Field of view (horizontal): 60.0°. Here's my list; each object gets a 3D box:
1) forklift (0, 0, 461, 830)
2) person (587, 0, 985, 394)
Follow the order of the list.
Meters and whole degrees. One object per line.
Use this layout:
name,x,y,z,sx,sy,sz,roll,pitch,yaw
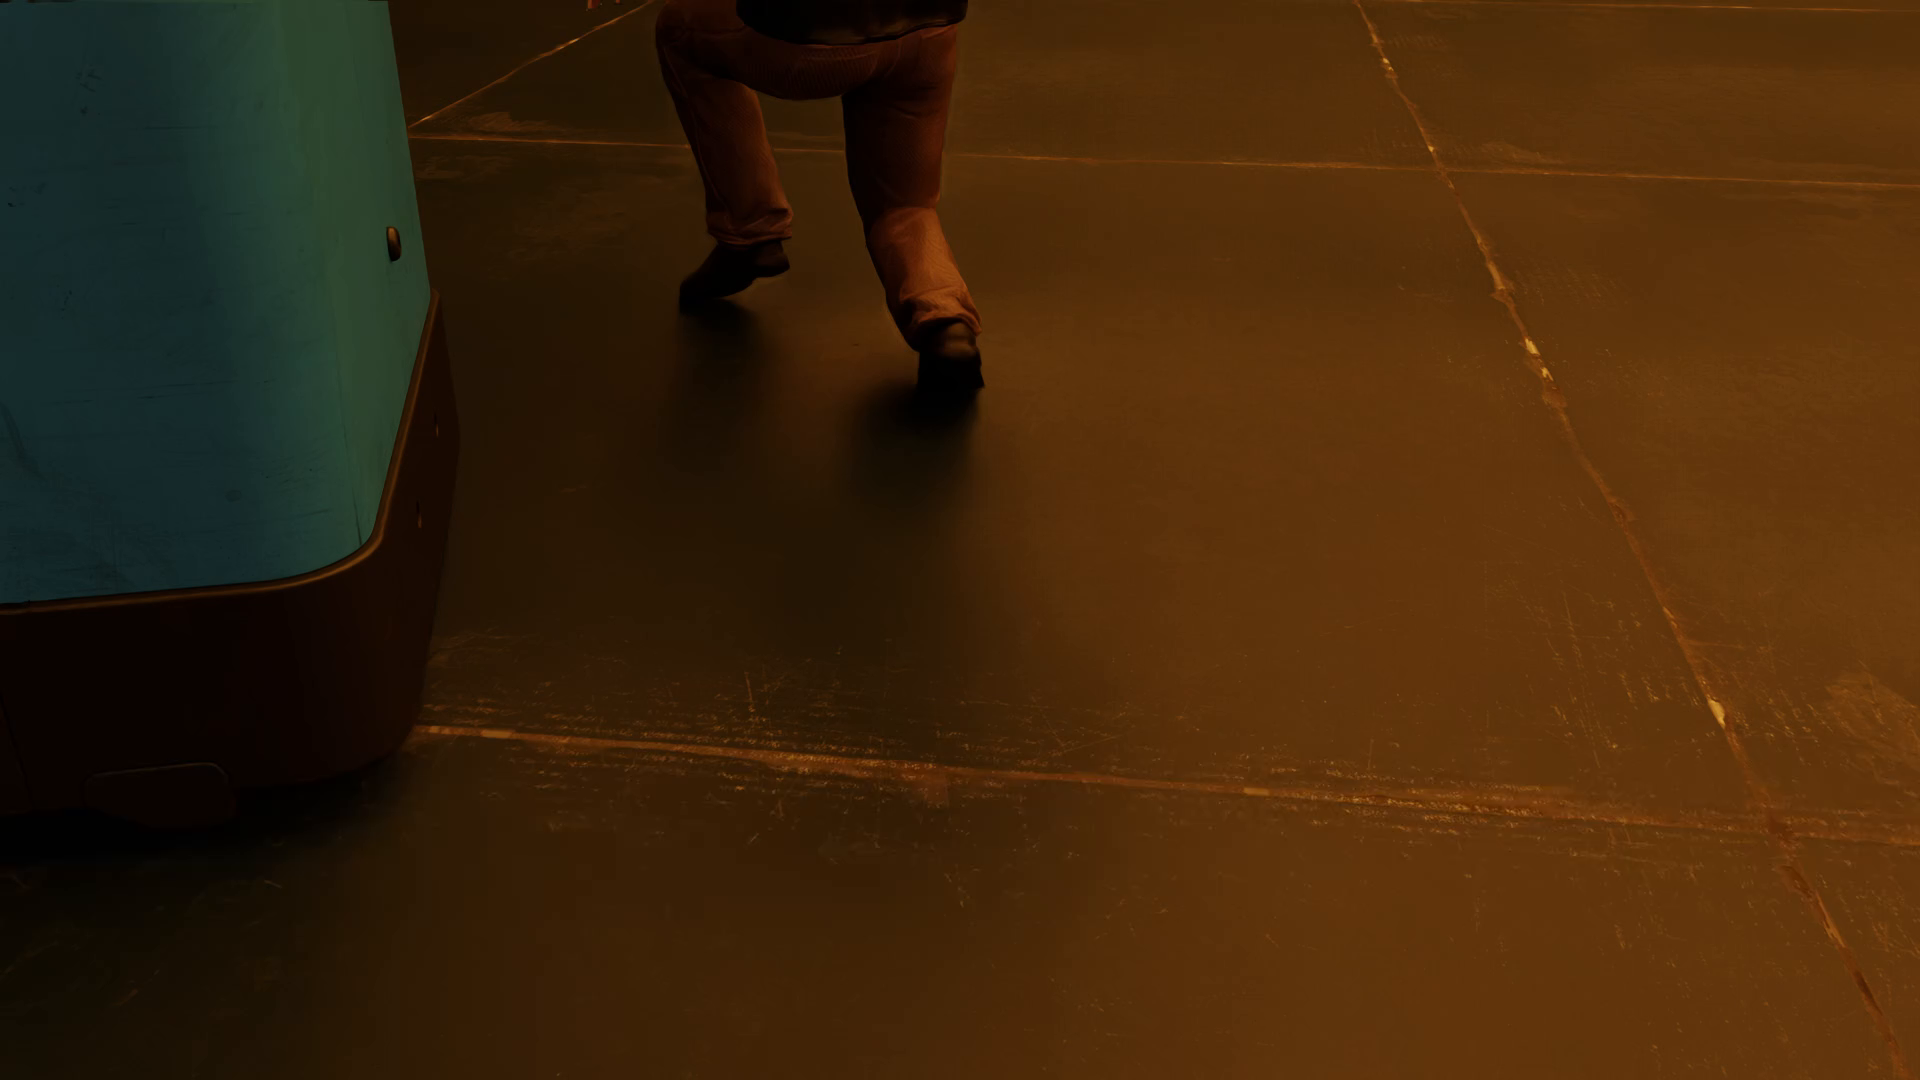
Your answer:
forklift,-2.197,-1.085,1.392,3.031,2.935,1.130,-5,27,-10
person,-0.406,-0.931,2.775,0.958,1.430,0.953,-23,34,-38
